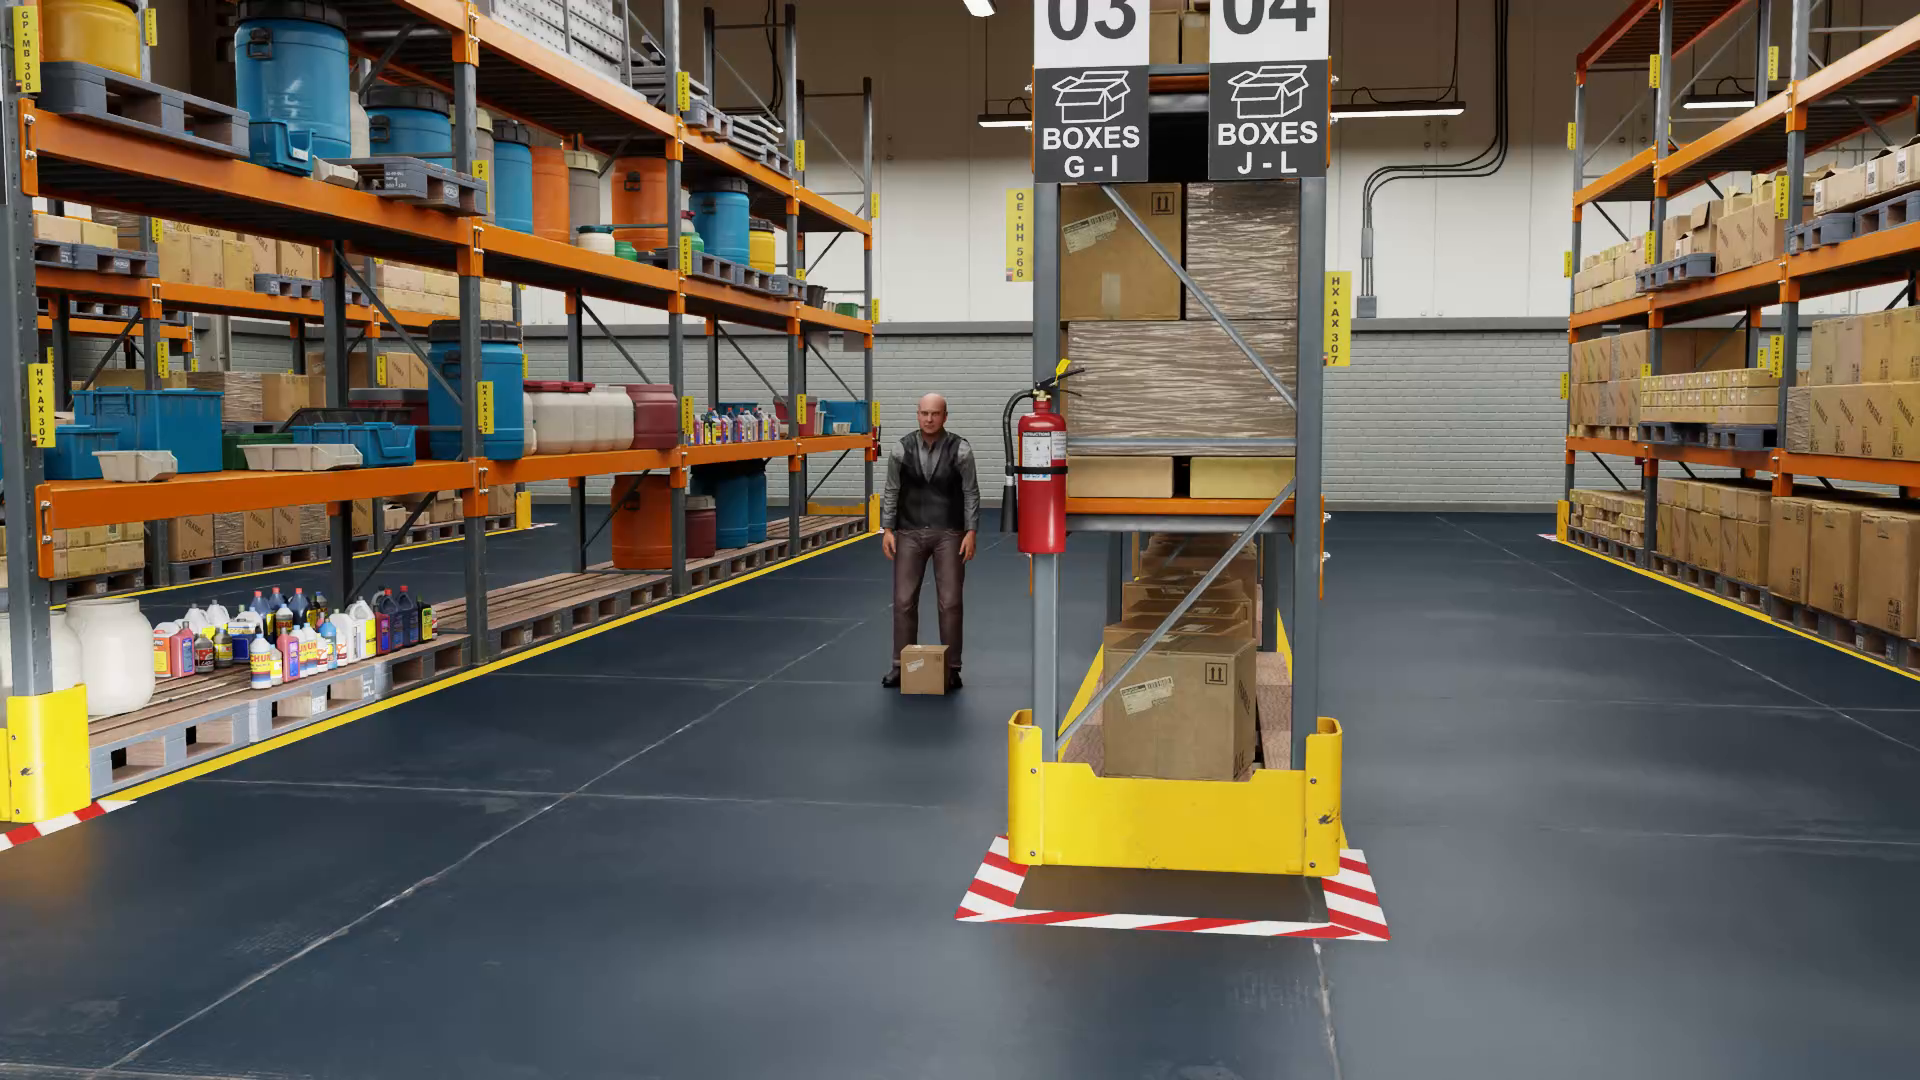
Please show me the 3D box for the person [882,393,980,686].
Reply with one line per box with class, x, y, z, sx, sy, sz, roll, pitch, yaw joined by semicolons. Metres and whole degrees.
person;-0.172;-0.005;9.857;0.578;1.720;0.419;1;4;8
